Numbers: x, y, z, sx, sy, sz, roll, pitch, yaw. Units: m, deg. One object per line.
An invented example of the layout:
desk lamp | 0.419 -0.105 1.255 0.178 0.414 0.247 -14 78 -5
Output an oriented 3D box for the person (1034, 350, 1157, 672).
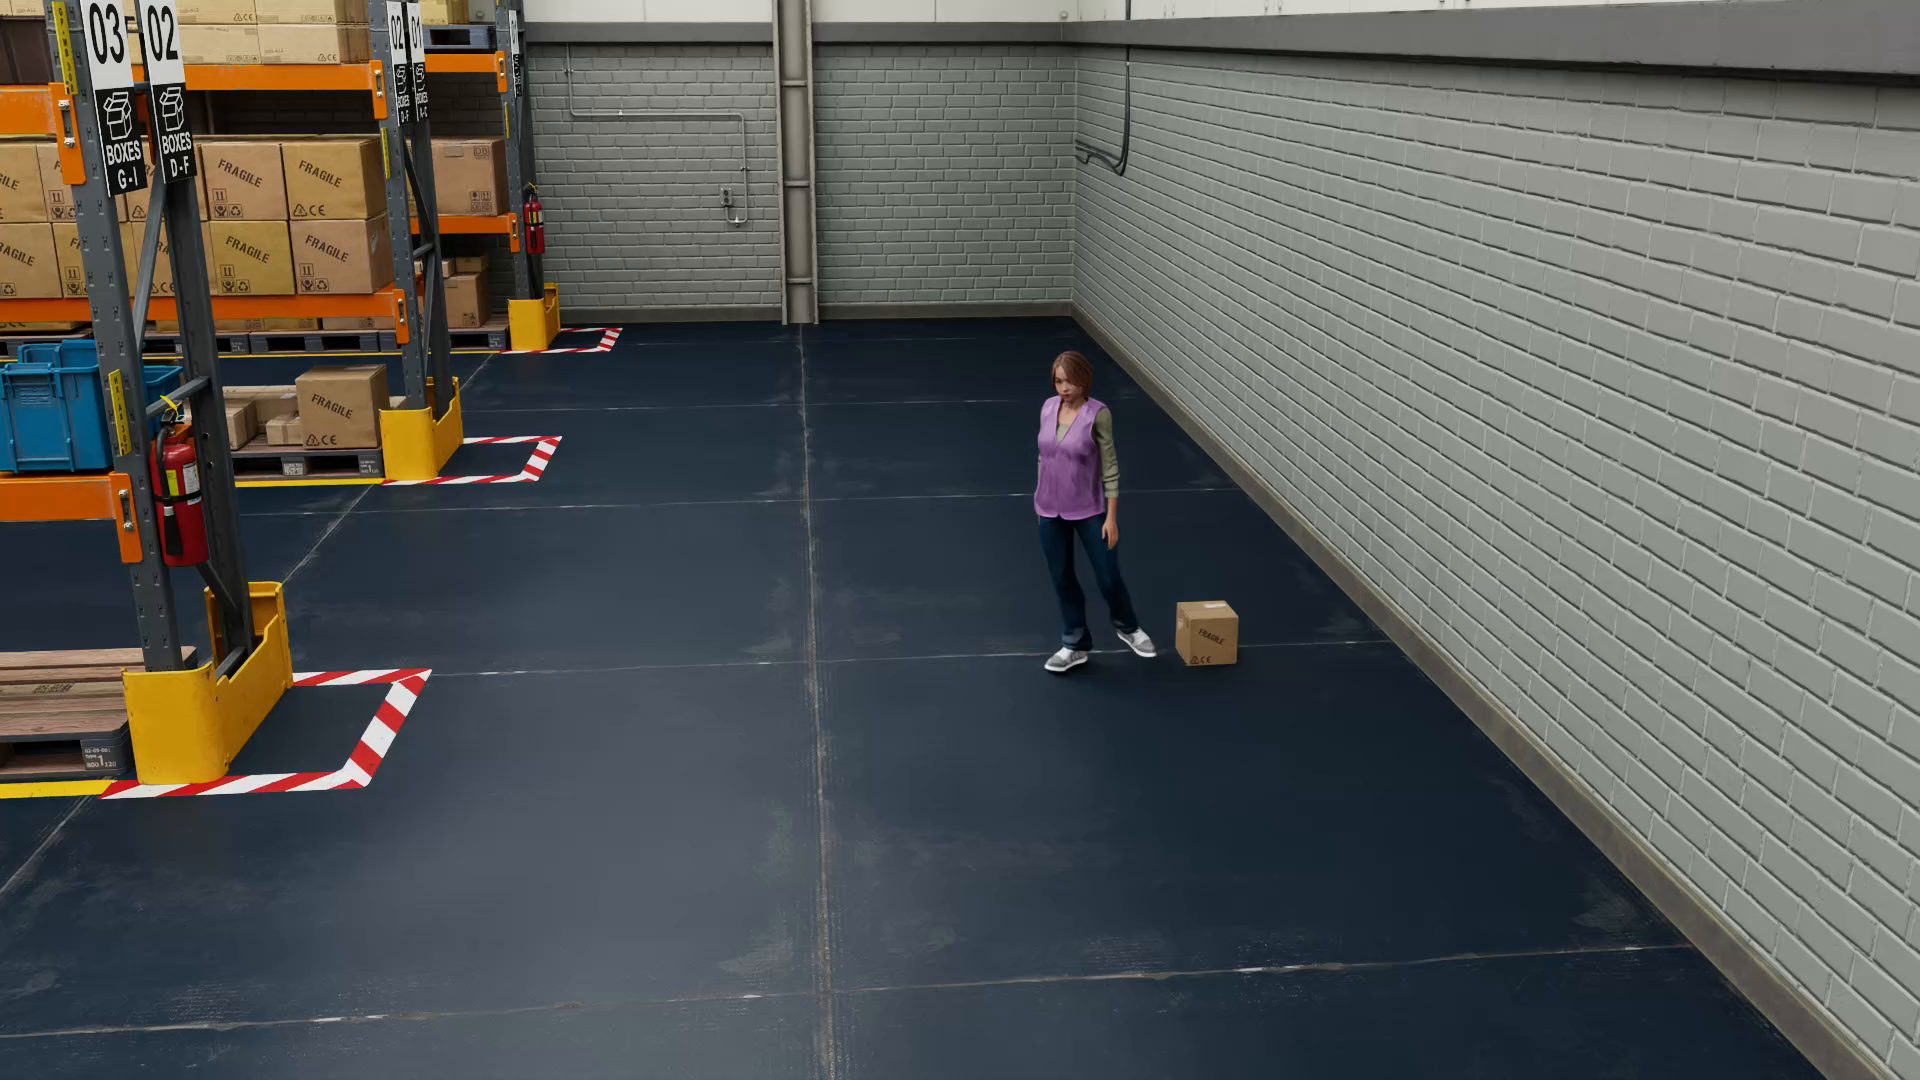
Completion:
person | 0.645 -0.130 7.960 0.592 1.585 0.477 9 19 27
